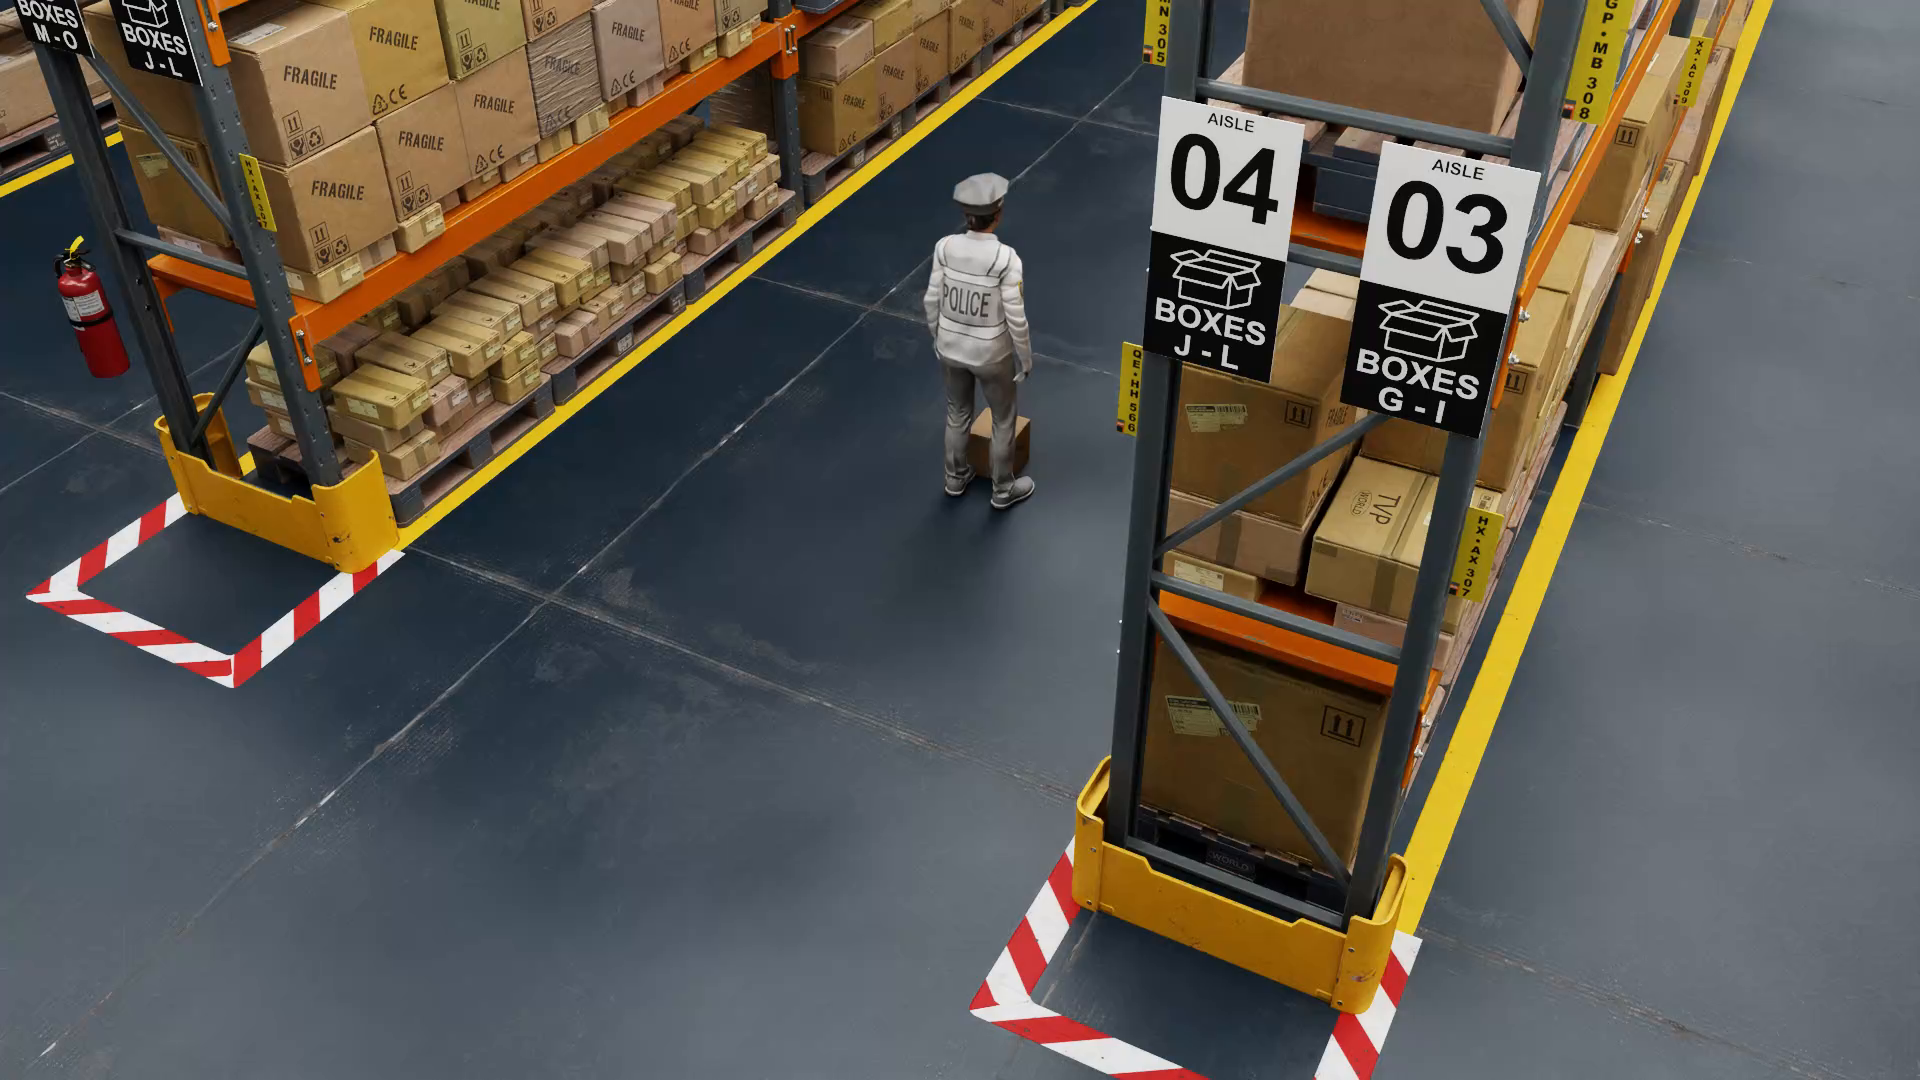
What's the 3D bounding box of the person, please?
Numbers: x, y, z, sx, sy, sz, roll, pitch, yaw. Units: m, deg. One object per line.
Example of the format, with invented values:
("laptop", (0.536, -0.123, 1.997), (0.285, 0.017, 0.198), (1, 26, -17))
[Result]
("person", (0.092, -0.906, 7.897), (0.529, 1.663, 0.376), (18, 41, 21))
